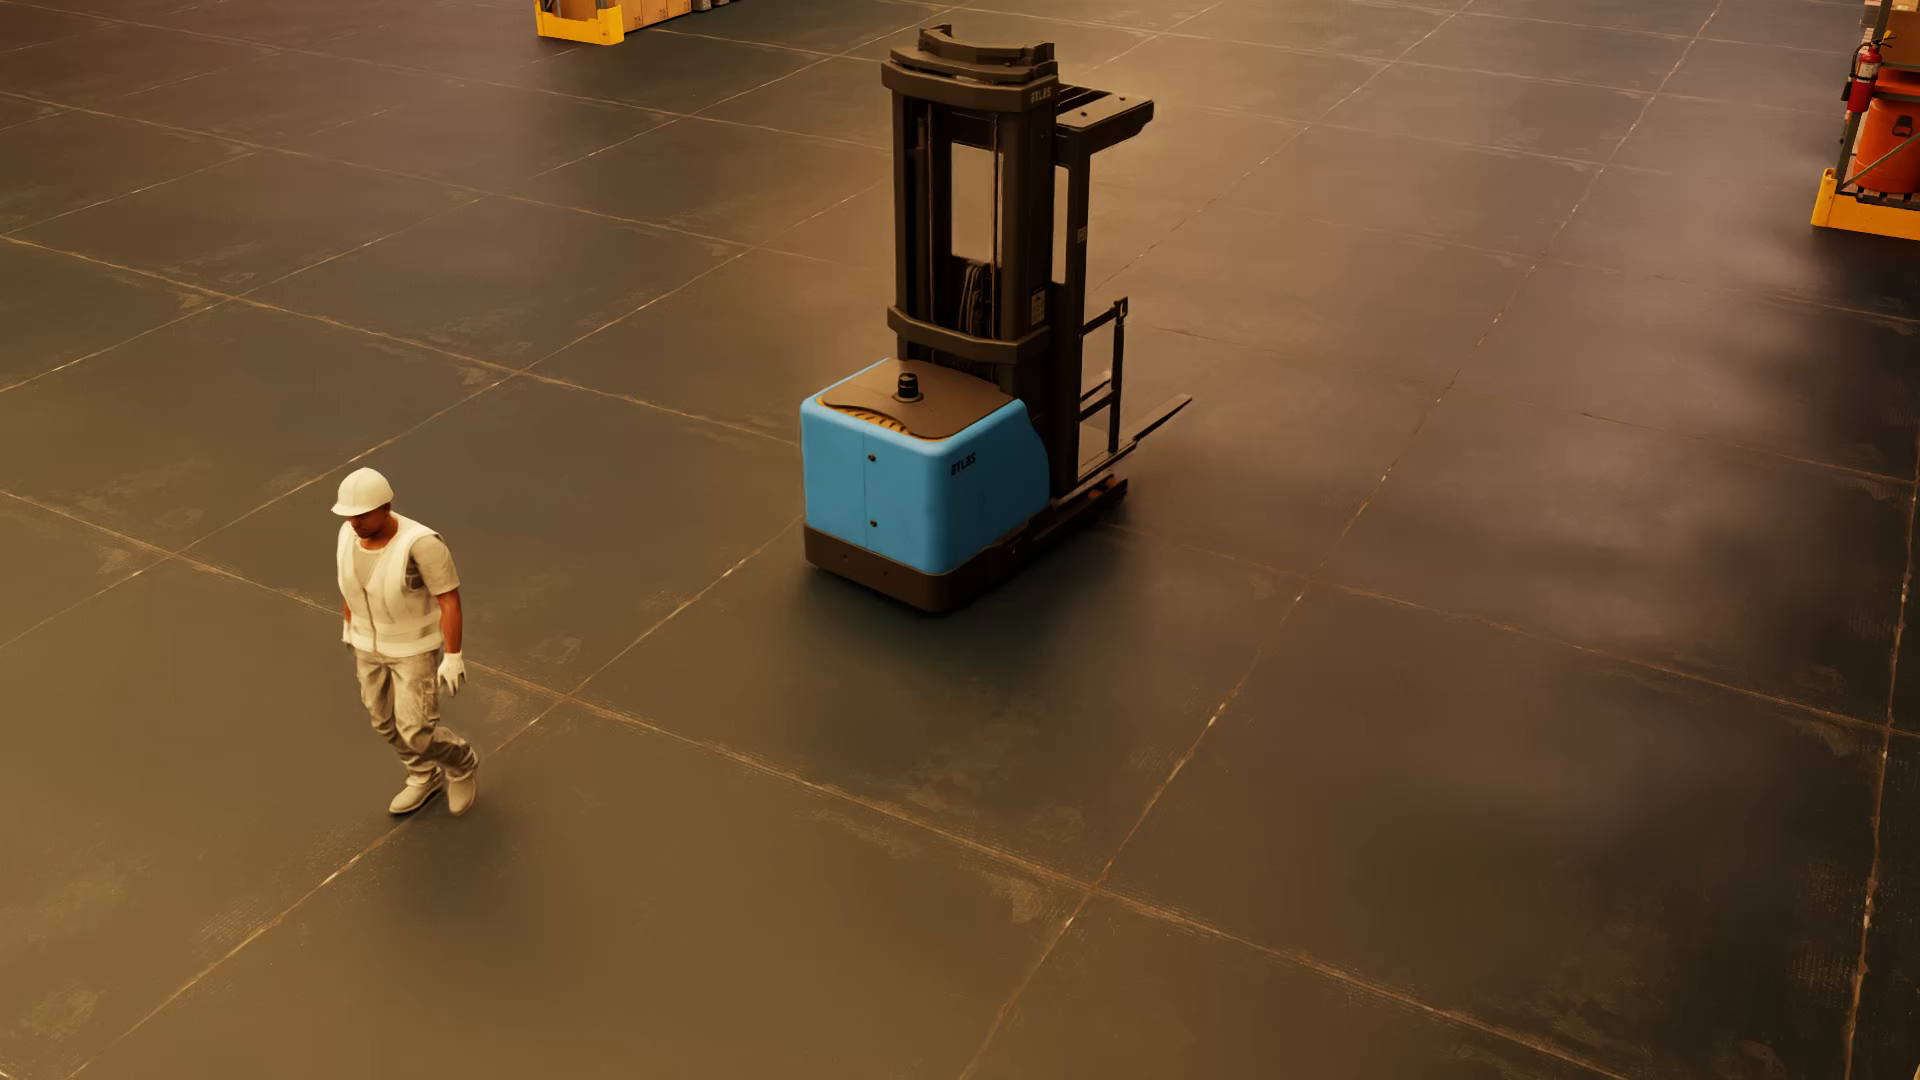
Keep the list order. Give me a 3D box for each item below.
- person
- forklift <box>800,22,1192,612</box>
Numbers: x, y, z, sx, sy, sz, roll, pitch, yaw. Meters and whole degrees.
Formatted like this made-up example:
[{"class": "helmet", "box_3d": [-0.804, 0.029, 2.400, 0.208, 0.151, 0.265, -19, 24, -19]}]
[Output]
[{"class": "person", "box_3d": [-2.510, 0.493, 7.385, 0.716, 1.765, 0.468, 11, 32, 18]}, {"class": "forklift", "box_3d": [0.388, -1.547, 9.751, 1.130, 2.935, 3.031, 21, 36, 32]}]
